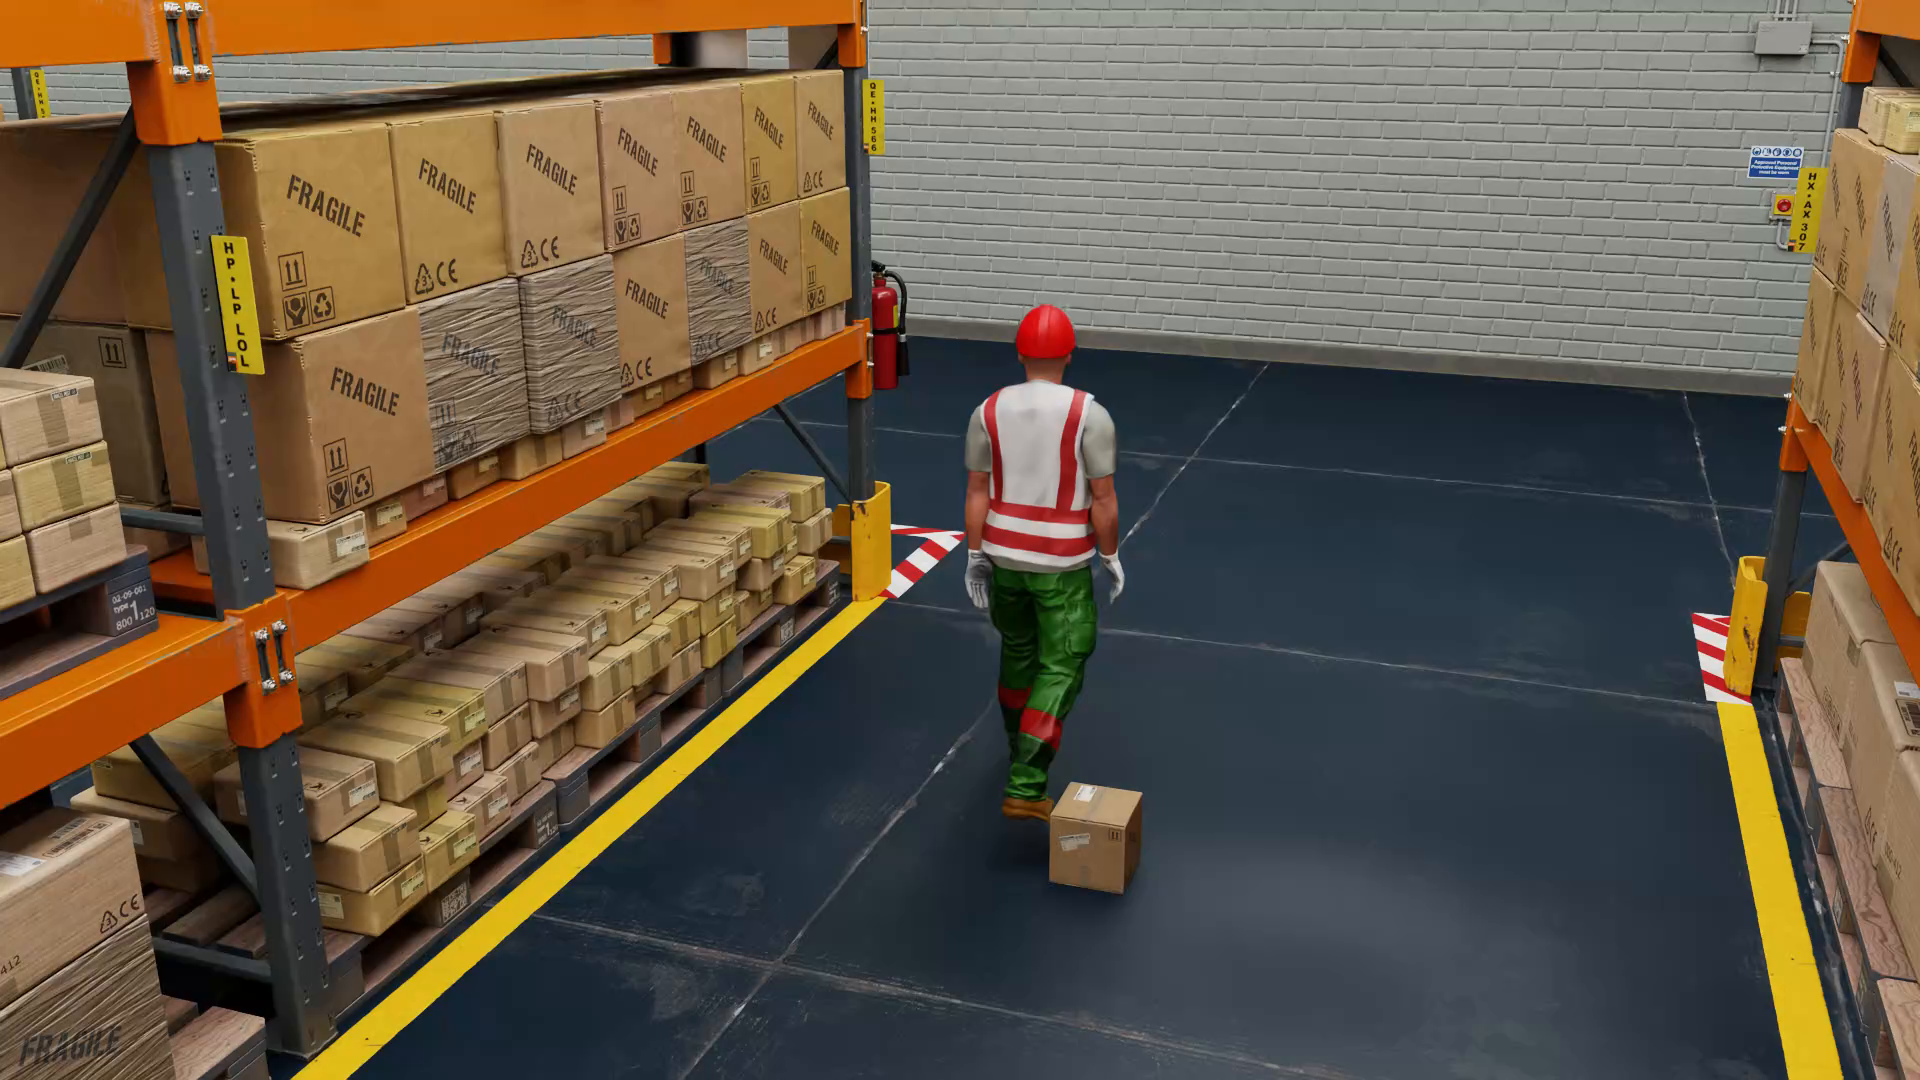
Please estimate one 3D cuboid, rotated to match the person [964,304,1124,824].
[{"bbox_3d":[0.281,0.086,5.770,0.581,1.774,0.950,9,20,25],"label":"person"}]
